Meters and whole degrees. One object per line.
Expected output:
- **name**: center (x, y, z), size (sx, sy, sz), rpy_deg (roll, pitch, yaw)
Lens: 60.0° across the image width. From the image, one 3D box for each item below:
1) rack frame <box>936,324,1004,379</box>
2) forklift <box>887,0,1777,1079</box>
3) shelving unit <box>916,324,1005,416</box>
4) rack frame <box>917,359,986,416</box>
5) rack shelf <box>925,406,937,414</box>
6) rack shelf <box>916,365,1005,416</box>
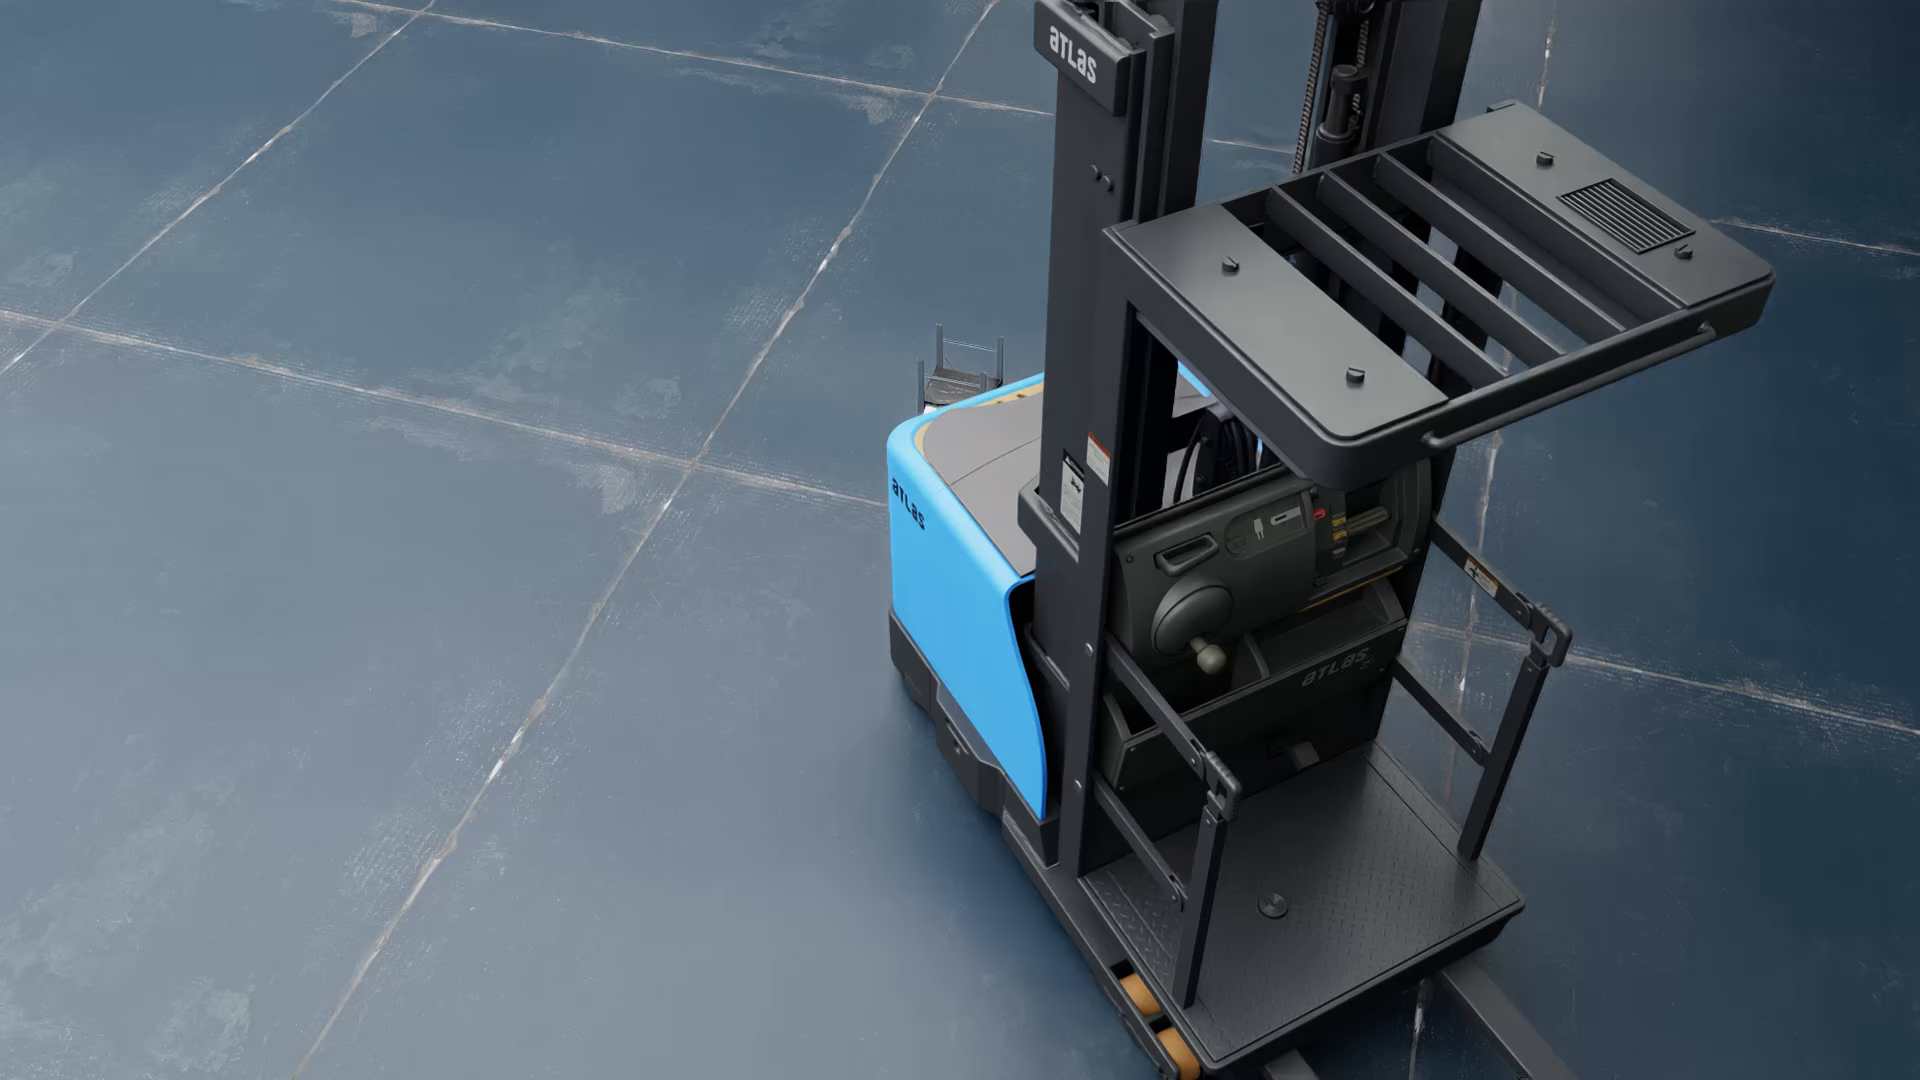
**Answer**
- **rack frame**: center (0.033, -0.395, 6.010), size (0.240, 0.900, 0.006), rpy_deg (13, 46, 12)
- **forklift**: center (0.905, 0.118, 4.033), size (1.130, 2.935, 3.031), rpy_deg (-21, 48, -20)
- **shelving unit**: center (0.002, -0.327, 5.941), size (0.258, 0.900, 0.210), rpy_deg (13, 46, 12)
- **rack frame**: center (-0.028, -0.259, 5.872), size (0.240, 0.900, 0.006), rpy_deg (13, 46, 12)
- **rack shelf**: center (0.002, -0.432, 5.838), size (0.258, 0.077, 0.200), rpy_deg (13, 46, 12)
- **rack shelf**: center (0.002, -0.496, 5.775), size (0.258, 0.077, 0.200), rpy_deg (13, 46, 12)
